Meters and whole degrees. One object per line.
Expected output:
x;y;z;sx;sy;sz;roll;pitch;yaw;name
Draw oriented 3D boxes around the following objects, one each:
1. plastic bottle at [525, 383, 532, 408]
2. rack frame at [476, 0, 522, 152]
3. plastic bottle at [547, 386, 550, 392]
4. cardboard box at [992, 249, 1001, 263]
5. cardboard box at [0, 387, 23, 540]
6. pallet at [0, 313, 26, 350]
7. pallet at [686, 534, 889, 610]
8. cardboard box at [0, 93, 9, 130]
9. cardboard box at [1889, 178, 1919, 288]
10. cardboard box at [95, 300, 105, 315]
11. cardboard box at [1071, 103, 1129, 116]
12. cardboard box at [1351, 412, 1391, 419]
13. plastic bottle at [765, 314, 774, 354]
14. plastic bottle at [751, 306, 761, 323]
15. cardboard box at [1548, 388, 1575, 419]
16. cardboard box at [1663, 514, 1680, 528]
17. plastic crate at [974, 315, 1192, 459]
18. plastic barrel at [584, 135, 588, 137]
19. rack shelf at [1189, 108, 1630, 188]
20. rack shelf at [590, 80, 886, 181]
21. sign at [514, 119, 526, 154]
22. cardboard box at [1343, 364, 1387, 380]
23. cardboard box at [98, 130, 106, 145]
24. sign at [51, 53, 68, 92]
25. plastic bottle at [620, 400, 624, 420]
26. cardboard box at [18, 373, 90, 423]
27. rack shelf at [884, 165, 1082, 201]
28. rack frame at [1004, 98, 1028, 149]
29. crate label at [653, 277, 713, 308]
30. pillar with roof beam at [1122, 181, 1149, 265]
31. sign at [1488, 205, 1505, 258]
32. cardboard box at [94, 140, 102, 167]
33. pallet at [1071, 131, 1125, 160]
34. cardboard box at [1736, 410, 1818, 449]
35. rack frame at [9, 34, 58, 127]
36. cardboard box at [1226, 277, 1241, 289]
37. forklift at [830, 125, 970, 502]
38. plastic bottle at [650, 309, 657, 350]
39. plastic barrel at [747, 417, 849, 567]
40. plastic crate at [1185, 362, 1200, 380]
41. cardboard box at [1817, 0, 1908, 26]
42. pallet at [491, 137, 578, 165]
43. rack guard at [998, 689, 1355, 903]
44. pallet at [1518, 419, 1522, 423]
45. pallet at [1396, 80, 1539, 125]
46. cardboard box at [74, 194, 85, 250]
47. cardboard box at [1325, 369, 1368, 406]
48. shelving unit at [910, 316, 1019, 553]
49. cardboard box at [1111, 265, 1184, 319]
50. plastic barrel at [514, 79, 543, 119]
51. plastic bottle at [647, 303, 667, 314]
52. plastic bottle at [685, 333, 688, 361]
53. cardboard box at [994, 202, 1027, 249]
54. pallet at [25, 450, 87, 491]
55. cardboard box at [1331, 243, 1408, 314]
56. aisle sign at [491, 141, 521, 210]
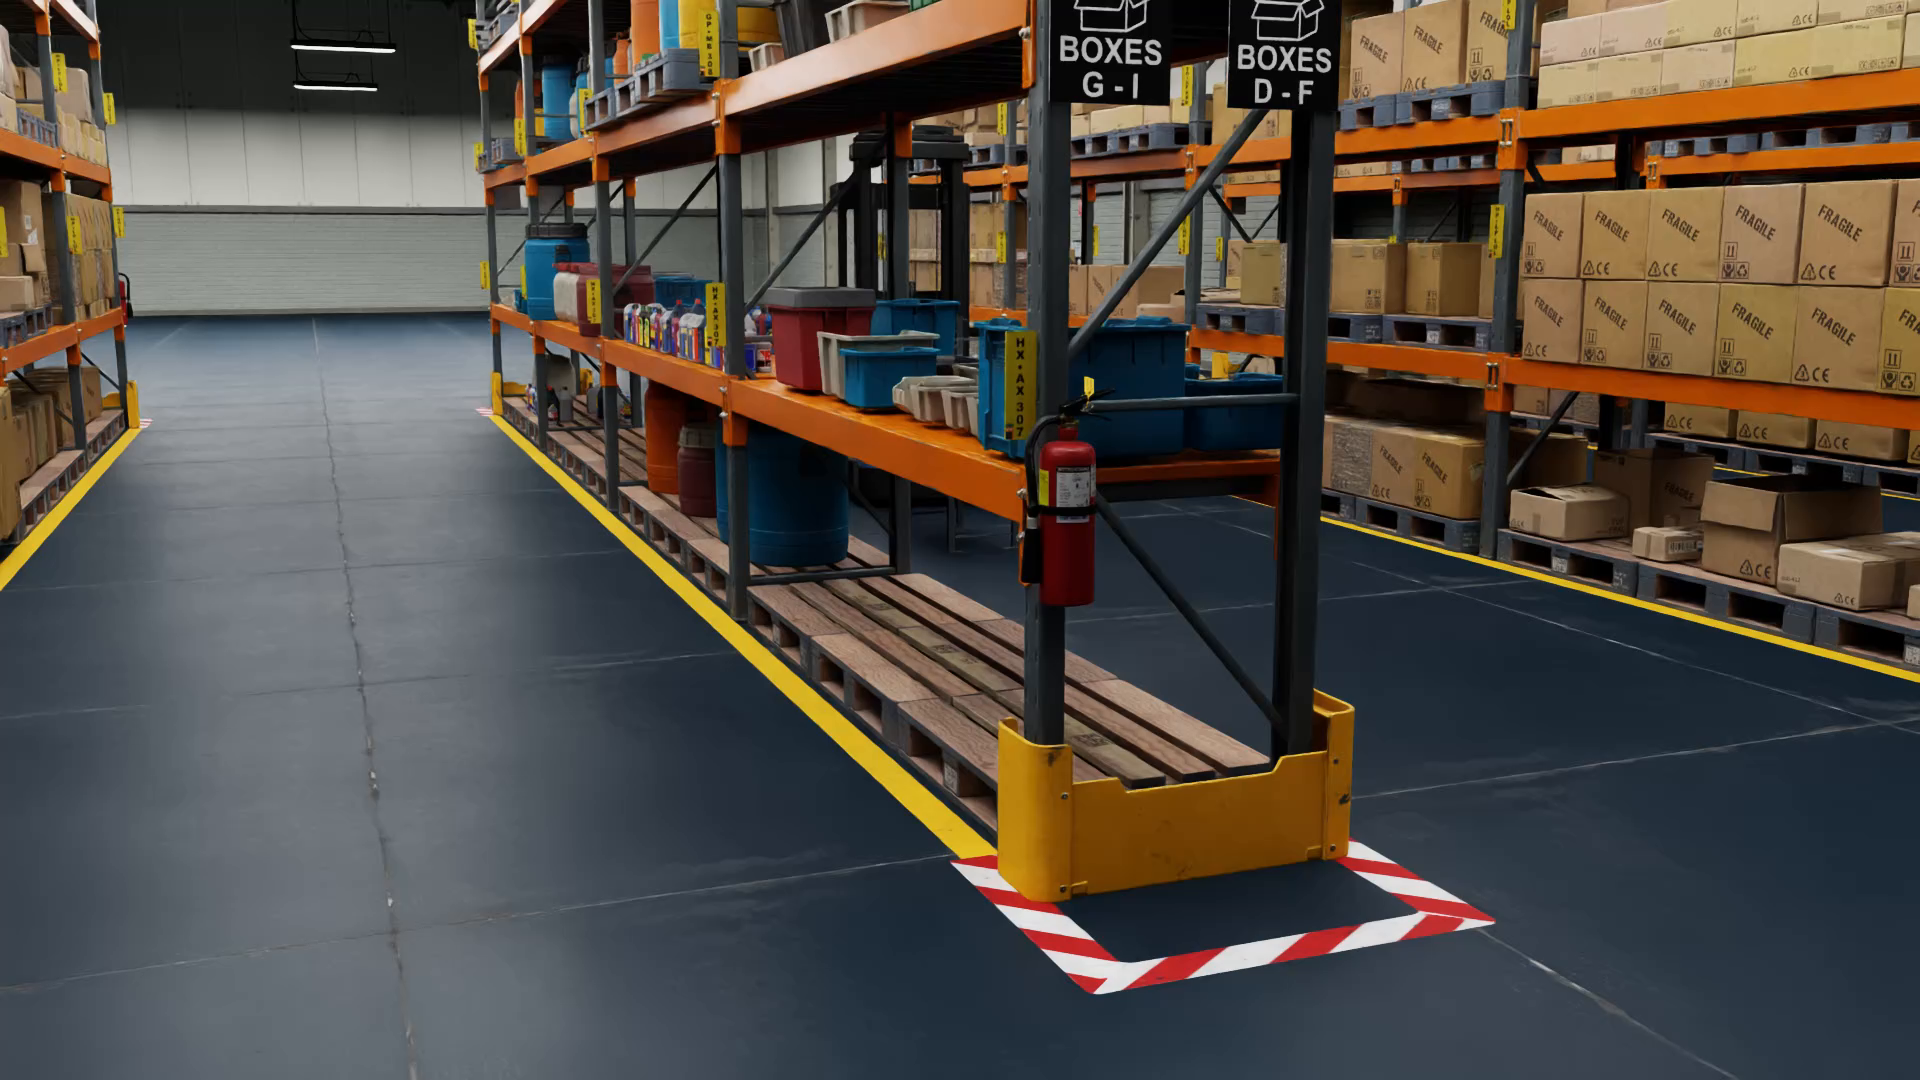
-4.742;-1.591;18.335;0.097;0.271;0.097;0;10;0;plastic bottle
-5.109;-5.987;19.384;1.000;3.000;0.127;-4;11;-21;rack frame
-4.231;-1.411;17.097;0.144;0.351;0.185;-4;11;-24;plastic bottle
0.573;-3.134;18.338;0.380;0.149;0.250;-4;11;-22;cardboard box
-6.596;-0.460;10.310;1.225;0.875;0.875;-4;11;-24;cardboard box
-7.184;-1.429;11.434;1.213;0.211;1.003;-4;11;-21;pallet
-1.001;0.169;9.865;1.003;0.211;1.213;-4;11;-21;pallet
-6.945;-2.993;11.545;0.500;0.250;0.500;-4;11;-19;cardboard box
4.706;-1.415;7.669;0.500;0.500;0.500;-4;11;-19;cardboard box
-8.788;-2.324;16.638;0.380;0.149;0.250;-4;11;-21;cardboard box
1.373;-4.479;16.557;0.500;0.500;0.500;-3;10;-15;cardboard box
3.349;-0.720;12.784;0.500;0.500;0.500;-4;11;-23;cardboard box
-1.214;-1.344;10.776;0.097;0.271;0.097;0;10;0;plastic bottle
-1.416;-1.504;11.680;0.097;0.271;0.097;0;10;0;plastic bottle
6.636;-1.548;17.440;0.700;0.500;0.500;-4;11;-21;cardboard box
4.520;-0.069;10.129;0.380;0.149;0.250;-4;11;-21;cardboard box
0.394;-0.512;5.460;0.616;0.435;0.499;-4;11;-21;plastic crate
-2.888;-3.329;13.402;0.301;0.262;0.301;0;10;0;plastic barrel
3.133;-2.838;12.298;1.077;0.370;4.000;-4;11;-21;rack shelf
-1.485;-2.524;10.534;1.077;0.370;4.000;-4;11;-21;rack shelf
-4.176;-3.829;15.790;0.100;0.325;0.005;-4;11;-21;sign
5.161;-2.162;20.892;0.500;0.500;0.500;-5;11;-25;cardboard box
-9.334;-4.293;17.715;0.380;0.149;0.250;-4;11;-21;cardboard box
-7.760;-4.028;14.331;0.100;0.325;0.005;-4;11;-21;sign
-3.440;-1.333;17.081;0.097;0.201;0.097;0;10;0;plastic bottle
-9.057;-1.394;16.628;0.500;0.500;0.500;-3;10;-16;cardboard box
0.234;-4.144;19.639;1.077;0.370;4.000;-4;11;-21;rack shelf
0.959;-5.648;17.478;1.000;3.000;0.127;-4;11;-21;rack frame
-2.318;-1.925;13.574;0.502;0.435;0.616;-4;11;-21;crate label
-1.002;-7.263;26.555;9.100;9.000;0.548;-4;11;-21;pillar with roof beam
3.342;-1.923;10.359;0.100;0.325;0.005;-4;11;-21;sign
-9.130;-3.978;17.084;0.500;0.250;0.500;-4;11;-21;cardboard box
1.671;-3.713;15.702;1.003;0.211;1.213;-3;11;-18;pallet
7.479;-1.233;14.727;0.750;0.750;0.750;-4;11;-21;cardboard box
-8.276;-5.020;13.947;1.000;3.000;0.127;-4;11;-21;rack frame
4.006;-3.499;22.895;0.500;0.250;0.500;-4;11;-23;cardboard box
-0.506;-1.958;14.060;1.130;2.935;3.031;-2;10;-10;forklift
-2.038;-1.418;11.193;0.097;0.271;0.097;0;10;0;plastic bottle
-0.942;-0.338;9.551;0.600;0.901;0.708;-4;11;-21;plastic barrel
0.668;-0.538;6.185;0.416;0.233;0.300;-4;11;-21;plastic crate
4.524;-2.616;7.998;0.500;0.250;0.500;-4;11;-21;cardboard box
-4.012;-3.876;16.620;1.213;0.211;1.003;-4;11;-21;pallet
0.710;0.812;5.429;1.175;0.500;0.348;-4;11;-21;rack guard
5.858;-1.510;19.304;1.003;0.211;1.213;-4;11;-21;pallet
3.687;-2.884;11.039;1.213;0.211;1.003;-4;11;-21;pallet
-8.384;-2.925;15.312;0.500;0.500;0.500;-4;11;-21;cardboard box
2.990;-1.250;13.623;0.500;0.250;0.500;-3;11;-19;cardboard box
-0.031;-0.752;11.367;0.538;1.500;1.048;-4;11;-21;shelving unit
1.785;-2.364;15.858;0.500;0.500;0.500;-5;11;-24;cardboard box
-4.814;-4.857;19.172;0.600;0.830;0.708;-4;11;-21;plastic barrel
-2.213;-1.585;12.122;0.152;0.276;0.135;-4;11;-21;plastic bottle
-1.636;-1.202;10.180;0.097;0.201;0.097;0;10;0;plastic bottle
0.792;-3.454;18.286;0.700;0.500;0.500;-4;11;-21;cardboard box
-7.992;-0.567;14.003;1.003;0.211;1.213;-4;11;-21;pallet
3.160;-1.929;12.216;0.700;0.500;0.500;-7;12;-35;cardboard box
-5.408;-4.307;19.644;0.394;0.787;0.004;-4;11;-21;aisle sign
